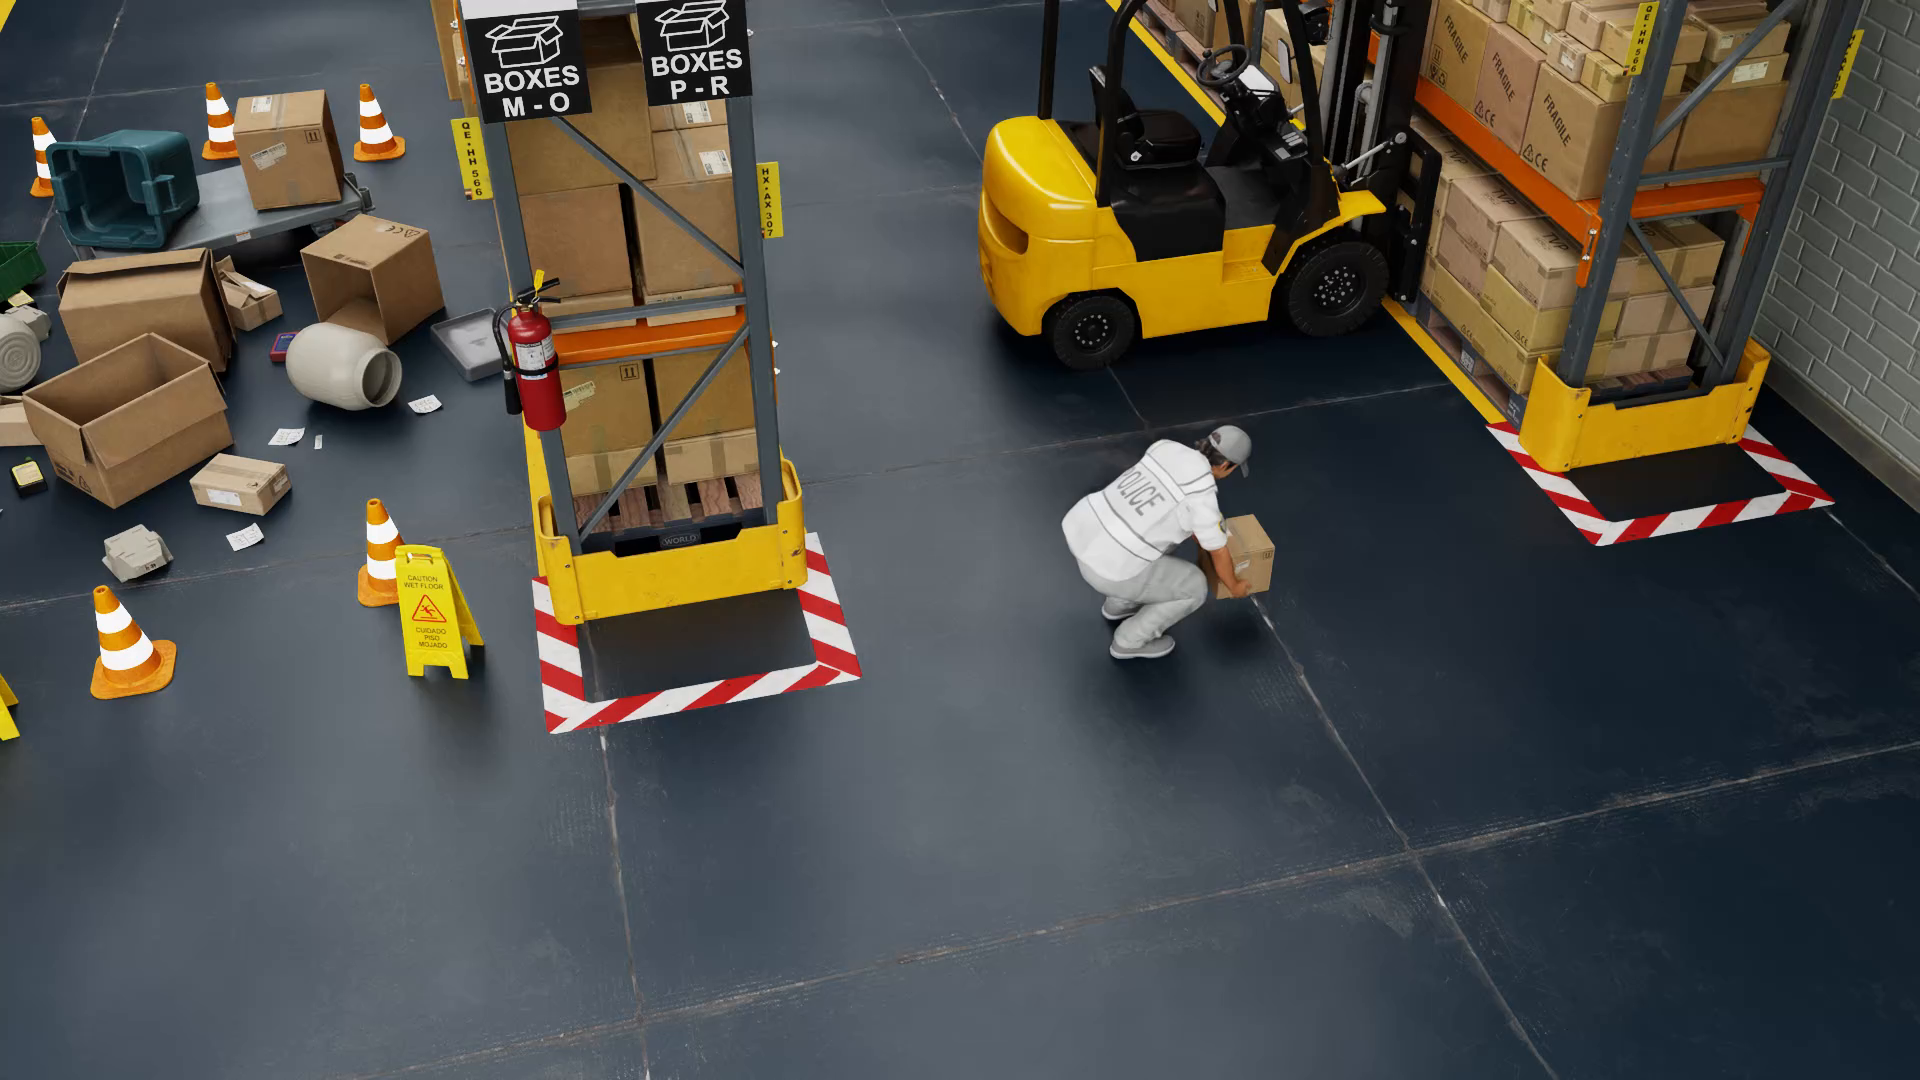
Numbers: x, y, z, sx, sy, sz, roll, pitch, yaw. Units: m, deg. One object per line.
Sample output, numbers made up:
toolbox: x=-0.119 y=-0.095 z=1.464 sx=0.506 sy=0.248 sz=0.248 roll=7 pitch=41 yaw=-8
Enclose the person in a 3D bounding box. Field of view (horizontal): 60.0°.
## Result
person: x=0.860 y=-0.006 z=7.258 sx=0.835 sy=1.003 sz=0.528 roll=-10 pitch=39 yaw=-12
